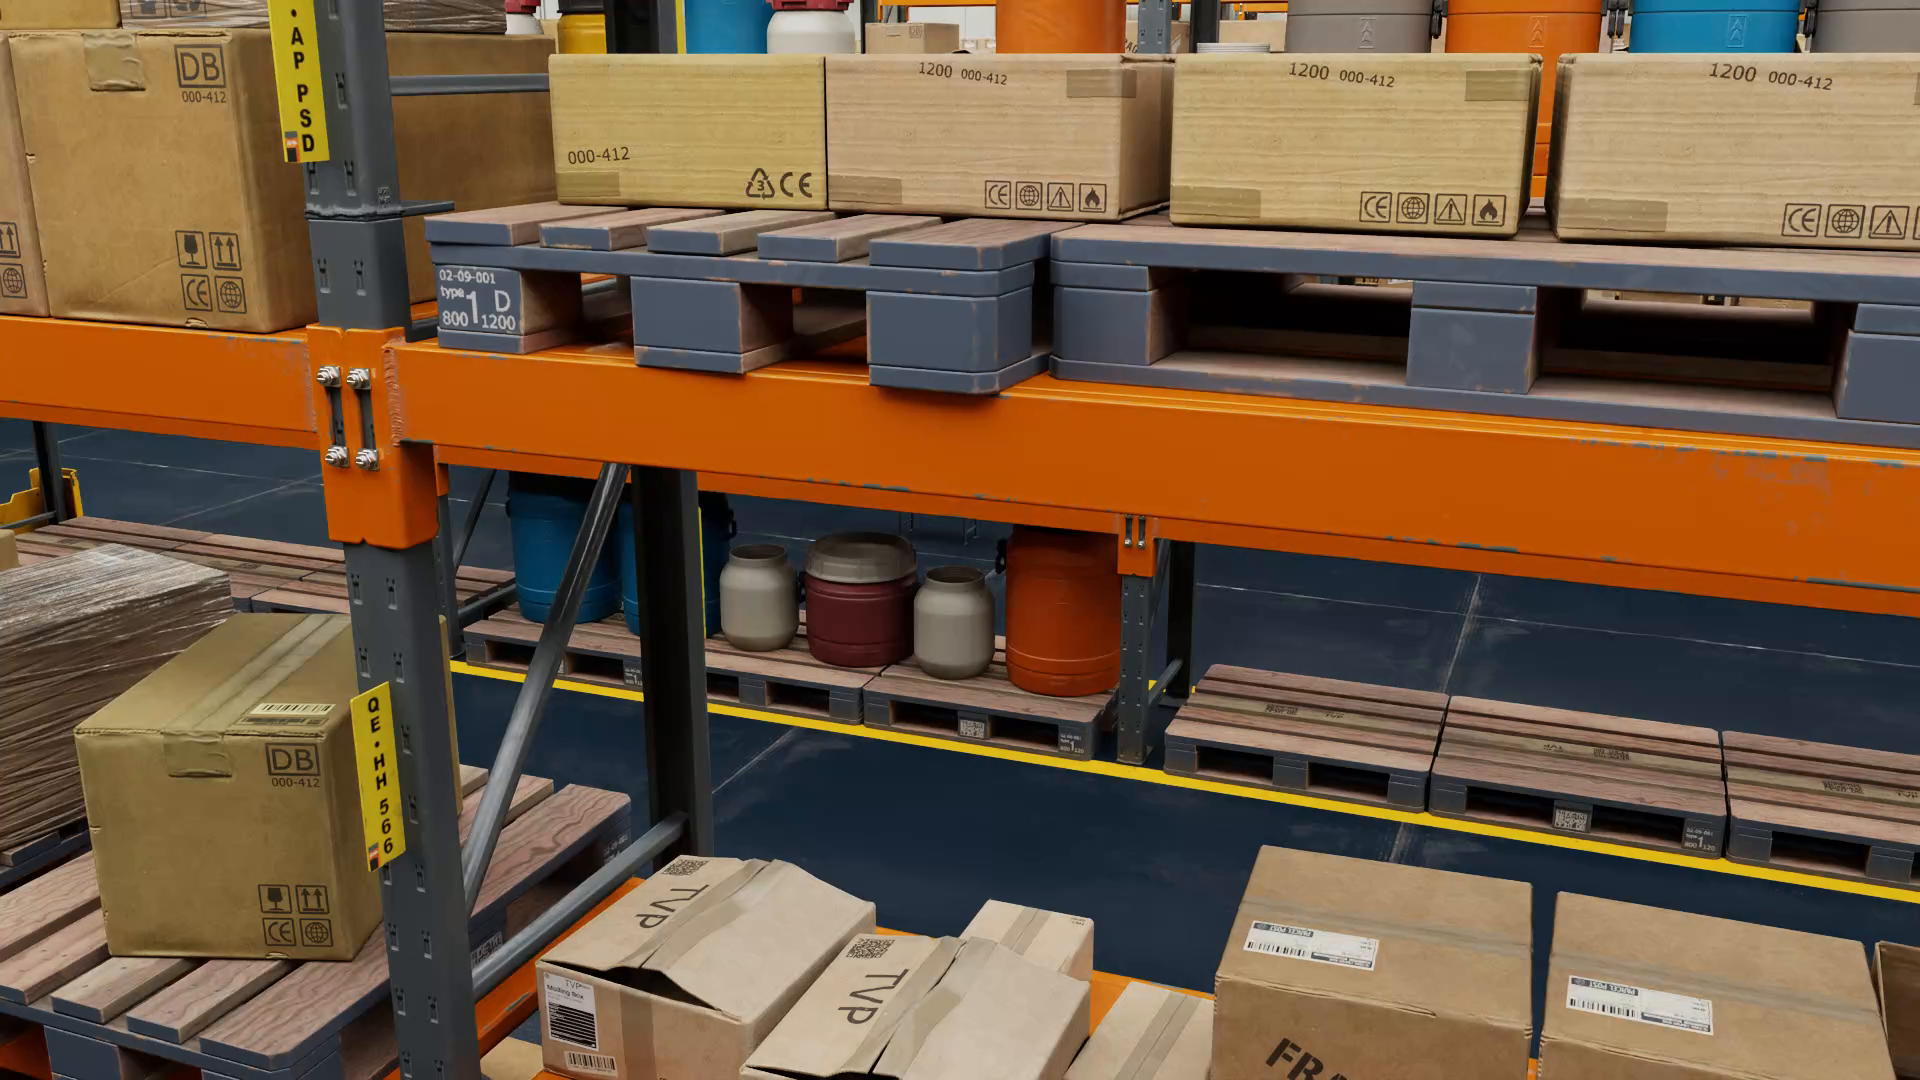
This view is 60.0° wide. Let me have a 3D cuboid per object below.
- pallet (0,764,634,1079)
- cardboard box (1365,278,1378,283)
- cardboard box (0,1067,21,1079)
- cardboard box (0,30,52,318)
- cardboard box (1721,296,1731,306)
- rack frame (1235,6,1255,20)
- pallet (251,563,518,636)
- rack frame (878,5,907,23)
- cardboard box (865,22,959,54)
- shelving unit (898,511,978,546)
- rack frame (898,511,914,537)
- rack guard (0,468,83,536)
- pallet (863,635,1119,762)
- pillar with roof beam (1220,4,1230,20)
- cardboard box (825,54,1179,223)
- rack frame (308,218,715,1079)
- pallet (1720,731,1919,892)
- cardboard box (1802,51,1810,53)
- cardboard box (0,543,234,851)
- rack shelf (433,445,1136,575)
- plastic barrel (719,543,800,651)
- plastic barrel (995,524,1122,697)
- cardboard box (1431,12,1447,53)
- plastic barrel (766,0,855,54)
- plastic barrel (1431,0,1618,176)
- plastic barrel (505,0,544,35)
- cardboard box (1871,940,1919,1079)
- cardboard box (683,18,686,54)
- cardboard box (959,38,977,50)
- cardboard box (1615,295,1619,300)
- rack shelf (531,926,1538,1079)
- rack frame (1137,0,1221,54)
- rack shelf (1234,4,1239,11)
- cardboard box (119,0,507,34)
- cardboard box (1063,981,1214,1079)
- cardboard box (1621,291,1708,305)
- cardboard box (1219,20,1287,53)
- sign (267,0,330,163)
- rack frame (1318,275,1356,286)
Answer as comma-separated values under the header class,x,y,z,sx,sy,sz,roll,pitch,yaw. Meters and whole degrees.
class,x,y,z,sx,sy,sz,roll,pitch,yaw
pallet,-1.486,0.834,3.766,1.003,0.211,1.213,6,17,21
cardboard box,5.833,-3.620,21.820,0.875,0.875,0.875,6,17,20
cardboard box,-2.757,1.642,4.332,0.500,0.500,0.500,6,17,19
cardboard box,-1.722,-0.784,3.434,0.500,0.500,0.910,6,17,21
cardboard box,9.677,-2.930,20.346,0.625,0.372,0.950,7,17,21
rack frame,4.542,-8.924,26.273,0.127,3.000,1.000,6,17,21
pallet,-3.428,0.373,10.009,1.213,0.211,1.003,6,17,21
rack frame,-0.997,-8.046,23.247,0.127,3.000,1.000,6,17,21
cardboard box,-0.369,-3.819,13.135,0.500,0.500,0.700,7,17,22
shelving unit,-0.154,-0.593,11.565,0.503,1.200,0.258,6,17,21
rack frame,-0.381,-0.618,11.651,0.015,1.200,0.240,6,17,21
rack guard,-6.478,-0.109,11.151,0.348,0.500,1.175,6,17,21
pallet,0.243,0.778,8.616,1.213,0.211,1.003,6,17,21
pillar with roof beam,2.645,-8.113,23.478,0.400,9.000,9.100,6,17,21
cardboard box,0.108,-0.697,2.829,0.500,0.250,0.500,7,18,22
rack frame,-0.829,0.793,3.563,0.127,3.000,1.000,6,17,21
pallet,3.968,1.187,7.208,1.213,0.211,1.003,6,17,21
cardboard box,7.728,-4.292,15.034,0.500,0.250,0.500,6,17,21
cardboard box,-2.237,0.365,4.104,0.500,0.500,0.700,10,19,31
rack shelf,-0.869,-0.351,8.792,4.000,0.370,1.077,6,17,21
plastic barrel,-1.079,0.306,8.949,0.421,0.512,0.421,0,16,0
plastic barrel,0.530,0.303,8.388,0.708,0.830,0.600,6,17,21
cardboard box,3.152,-3.390,11.514,0.500,0.500,0.500,6,17,21
plastic barrel,-0.713,-2.341,7.981,0.433,0.535,0.433,0,16,0
plastic barrel,2.284,-1.931,6.795,0.708,0.830,0.600,6,17,21
plastic barrel,-2.332,-2.489,8.491,0.433,0.535,0.433,0,16,0
cardboard box,1.693,1.017,2.610,0.500,0.500,0.500,8,18,25
cardboard box,-2.161,-4.044,13.732,0.500,0.500,0.700,7,18,23
cardboard box,0.118,-5.261,17.692,0.250,0.149,0.380,6,17,21
cardboard box,6.071,-1.999,16.462,0.750,0.750,1.050,7,17,21
rack shelf,1.031,1.343,2.958,4.000,0.370,1.077,6,17,21
rack frame,0.991,-3.373,7.150,0.127,3.000,1.000,6,17,21
rack shelf,2.681,-8.782,27.079,4.000,0.370,1.077,6,17,21
cardboard box,-1.233,-1.222,3.150,0.500,0.500,0.500,6,17,21
cardboard box,0.378,1.029,3.199,0.250,0.149,0.380,8,18,25
cardboard box,4.883,-1.772,11.457,0.637,0.503,0.797,8,18,26
cardboard box,2.215,-3.512,12.071,0.637,0.503,0.797,7,18,24
sign,-1.030,-0.756,2.588,0.005,0.325,0.100,6,17,21
rack frame,2.809,-1.776,12.411,0.127,3.000,1.000,6,17,21
